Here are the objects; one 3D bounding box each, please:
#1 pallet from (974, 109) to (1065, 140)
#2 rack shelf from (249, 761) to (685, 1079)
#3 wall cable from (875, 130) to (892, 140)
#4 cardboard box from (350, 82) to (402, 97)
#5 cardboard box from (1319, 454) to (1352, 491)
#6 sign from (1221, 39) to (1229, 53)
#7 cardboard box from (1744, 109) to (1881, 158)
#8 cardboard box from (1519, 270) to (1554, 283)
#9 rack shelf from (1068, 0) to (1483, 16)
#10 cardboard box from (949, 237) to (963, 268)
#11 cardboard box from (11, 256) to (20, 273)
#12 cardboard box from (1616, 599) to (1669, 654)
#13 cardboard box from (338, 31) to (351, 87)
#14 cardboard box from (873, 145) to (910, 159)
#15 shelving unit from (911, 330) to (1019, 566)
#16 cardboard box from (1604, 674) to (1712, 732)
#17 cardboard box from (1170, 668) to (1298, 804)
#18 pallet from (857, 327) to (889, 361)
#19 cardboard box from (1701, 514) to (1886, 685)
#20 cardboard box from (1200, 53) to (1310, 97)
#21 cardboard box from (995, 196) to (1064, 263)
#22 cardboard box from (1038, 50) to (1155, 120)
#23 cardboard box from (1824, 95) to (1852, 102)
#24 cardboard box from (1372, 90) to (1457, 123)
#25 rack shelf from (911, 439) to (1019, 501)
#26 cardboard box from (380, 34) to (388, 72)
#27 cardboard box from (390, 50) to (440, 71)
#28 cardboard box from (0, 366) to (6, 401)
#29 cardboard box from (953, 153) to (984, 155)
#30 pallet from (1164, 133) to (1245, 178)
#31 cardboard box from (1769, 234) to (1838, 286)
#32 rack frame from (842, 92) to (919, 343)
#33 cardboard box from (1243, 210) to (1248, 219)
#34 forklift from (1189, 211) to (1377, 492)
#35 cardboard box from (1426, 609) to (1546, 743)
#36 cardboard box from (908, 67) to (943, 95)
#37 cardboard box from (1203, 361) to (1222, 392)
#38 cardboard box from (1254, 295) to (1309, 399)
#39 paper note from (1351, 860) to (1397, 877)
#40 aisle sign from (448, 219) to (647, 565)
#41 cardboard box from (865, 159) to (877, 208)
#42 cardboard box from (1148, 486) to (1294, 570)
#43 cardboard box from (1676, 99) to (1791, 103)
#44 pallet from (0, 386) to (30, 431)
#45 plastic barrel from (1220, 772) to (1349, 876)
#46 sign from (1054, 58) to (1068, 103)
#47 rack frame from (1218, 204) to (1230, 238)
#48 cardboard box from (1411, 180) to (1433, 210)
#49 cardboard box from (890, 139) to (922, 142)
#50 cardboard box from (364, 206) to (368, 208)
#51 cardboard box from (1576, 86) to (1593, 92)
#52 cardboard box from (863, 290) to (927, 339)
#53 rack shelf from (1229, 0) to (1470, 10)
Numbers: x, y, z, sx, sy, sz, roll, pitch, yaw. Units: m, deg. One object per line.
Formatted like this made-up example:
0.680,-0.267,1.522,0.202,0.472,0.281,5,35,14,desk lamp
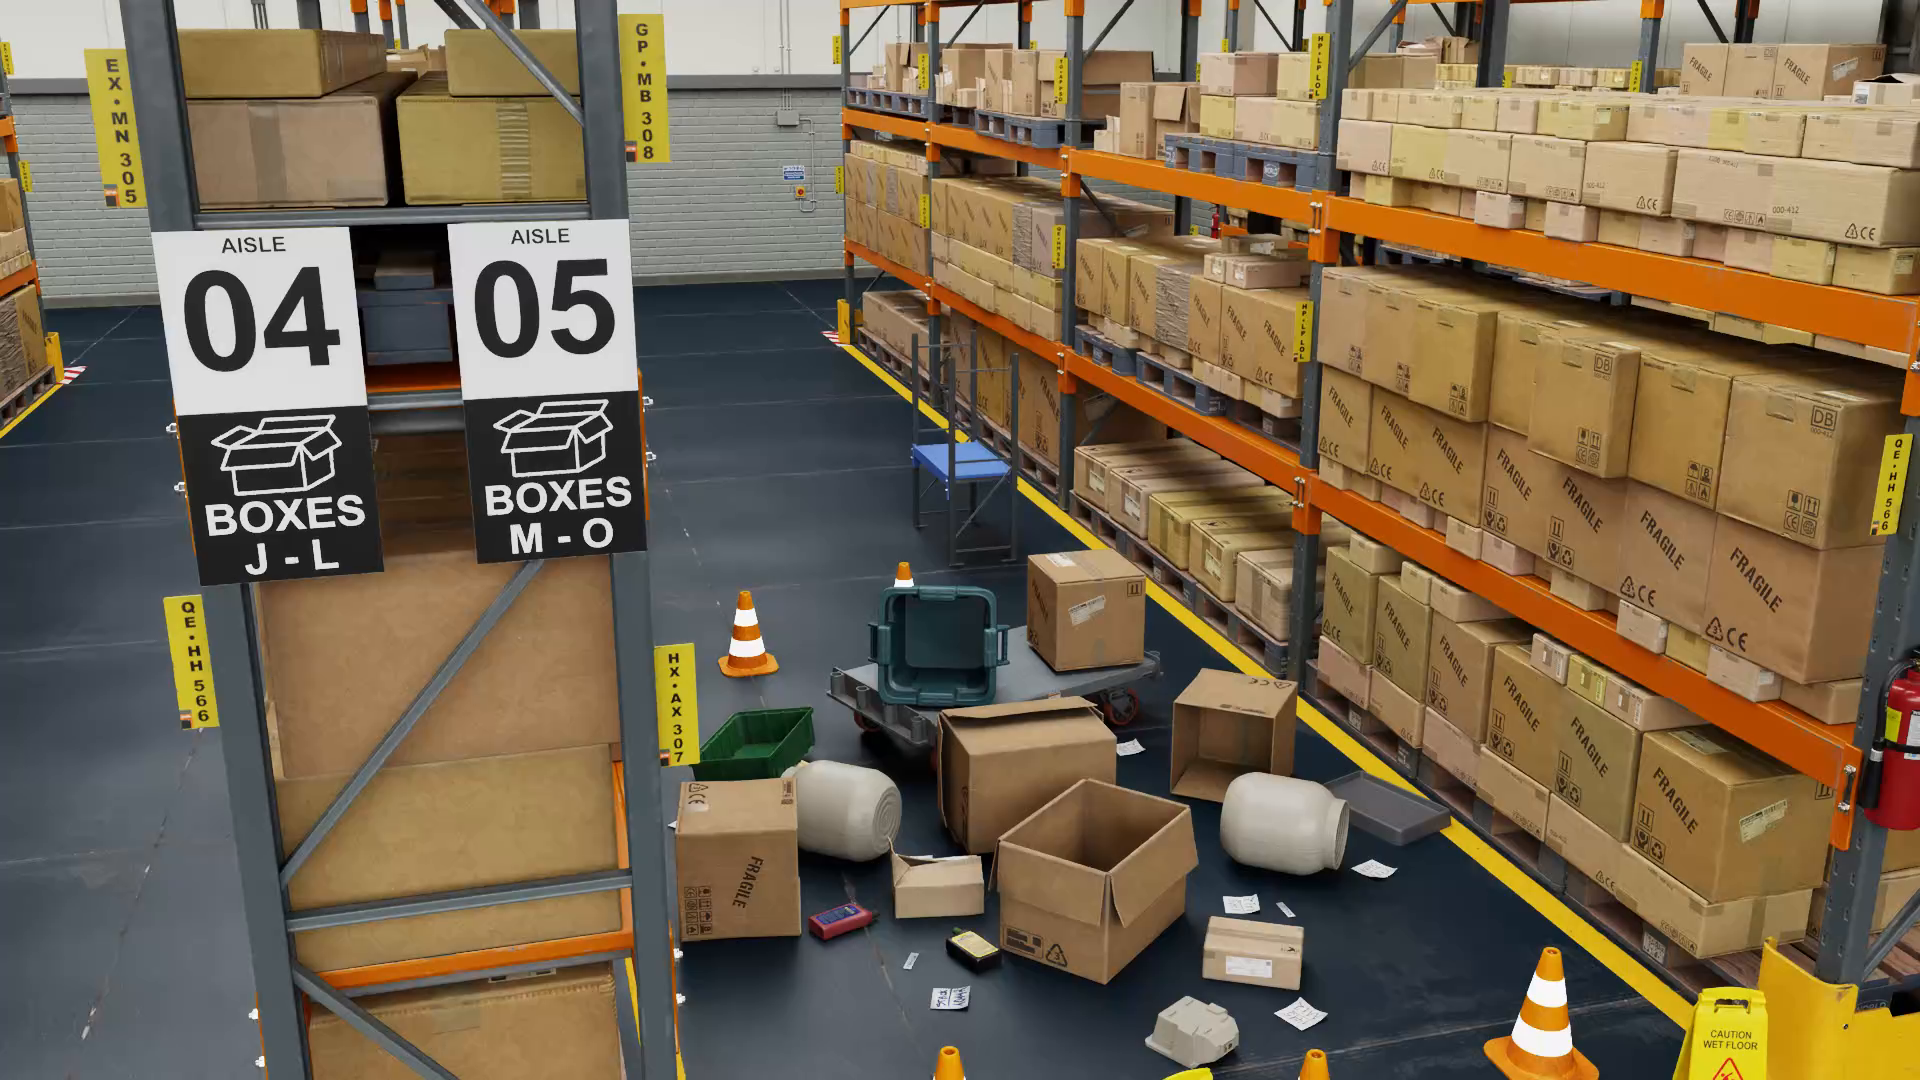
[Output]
0.745,-3.548,14.163,1.003,0.211,1.213,-4,17,-13,pallet
-1.800,0.705,6.142,1.077,0.370,4.000,-5,17,-15,rack shelf
-1.127,-6.091,25.751,0.588,1.984,0.122,-5,17,-15,wall cable
-1.927,-1.233,4.970,0.500,0.250,0.500,-5,17,-16,cardboard box
2.160,-0.379,8.938,0.380,0.149,0.250,-5,17,-16,cardboard box
3.334,-6.137,20.936,0.100,0.325,0.005,-5,17,-15,sign
2.983,-1.418,5.794,0.380,0.149,0.250,-5,17,-16,cardboard box
5.453,-2.508,15.117,0.500,0.250,0.500,-6,18,-18,cardboard box
1.832,-3.503,10.416,1.077,0.370,4.000,-5,17,-15,rack shelf
0.204,-2.707,15.641,0.500,0.250,0.500,-4,17,-14,cardboard box
-9.888,-2.814,17.042,0.380,0.149,0.250,-5,17,-15,cardboard box
2.847,0.325,6.592,0.380,0.149,0.250,-4,17,-14,cardboard box
-1.879,-1.312,4.537,0.380,0.149,0.250,-4,17,-14,cardboard box
-0.770,-4.361,18.717,0.380,0.149,0.250,-5,17,-15,cardboard box
0.023,-0.695,12.158,0.538,1.500,1.048,-5,17,-15,shelving unit
2.845,0.643,6.716,0.380,0.149,0.250,-4,17,-14,cardboard box
1.368,0.988,8.291,0.500,0.500,0.500,7,18,23,cardboard box
-0.621,-2.381,20.012,1.003,0.211,1.213,-5,17,-15,pallet
3.067,0.175,5.963,0.500,0.500,0.500,-5,17,-16,cardboard box
1.799,-2.848,10.168,0.500,0.250,0.500,-4,17,-14,cardboard box
0.610,-2.647,14.138,0.500,0.500,0.500,-5,17,-15,cardboard box
1.034,-3.498,12.760,0.797,0.503,0.637,-6,18,-19,cardboard box
6.347,-3.064,11.759,0.380,0.149,0.250,-5,17,-16,cardboard box
2.254,-2.128,8.158,0.380,0.149,0.250,-4,17,-14,cardboard box
0.023,-0.522,12.209,0.538,0.185,1.000,-5,17,-15,rack shelf
-2.576,-2.013,6.871,0.380,0.149,0.250,-5,17,-15,cardboard box
-4.250,-3.655,13.283,0.797,0.503,0.637,-5,17,-16,cardboard box
-9.697,-1.663,15.738,0.875,0.875,0.875,-5,17,-15,cardboard box
0.140,-3.981,17.452,0.380,0.149,0.250,-5,17,-16,cardboard box
2.027,-2.425,10.423,1.213,0.211,1.003,-5,17,-15,pallet
3.014,-0.965,5.673,0.380,0.149,0.250,-5,17,-15,cardboard box
-0.916,-3.932,20.326,1.000,3.000,0.127,-5,17,-15,rack frame
3.860,-4.109,20.662,0.500,0.250,0.500,-5,17,-15,cardboard box
3.043,-1.922,13.756,1.130,2.935,3.031,-5,18,-17,forklift
2.584,0.620,7.921,0.500,0.500,0.500,-4,17,-12,cardboard box
-0.300,-4.598,16.660,0.396,0.266,0.258,-4,17,-13,cardboard box
1.741,-1.027,10.362,0.380,0.149,0.250,-5,17,-15,cardboard box
2.034,-1.113,9.524,0.500,0.500,0.500,-5,17,-16,cardboard box
1.865,1.477,7.481,0.142,0.019,0.148,-12,20,-34,paper note
-0.942,-0.336,3.837,0.394,0.787,0.004,-5,17,-15,aisle sign
-0.760,-4.019,18.705,0.500,0.500,0.500,-5,17,-16,cardboard box
1.842,-0.091,11.377,0.950,0.372,0.625,-4,17,-13,cardboard box
3.192,-1.742,6.873,0.380,0.149,0.250,-4,17,-14,cardboard box
-9.818,-1.261,16.282,1.003,0.211,1.213,-5,17,-15,pallet
1.458,1.276,7.467,0.512,0.421,0.421,7,18,23,plastic barrel
0.747,-3.399,12.304,0.100,0.325,0.005,-5,17,-15,sign
3.856,-4.325,21.636,1.000,3.000,0.127,-5,17,-15,rack frame
2.424,-1.686,8.074,0.380,0.149,0.250,-5,17,-15,cardboard box
-0.625,-4.686,19.797,0.380,0.149,0.250,-4,17,-15,cardboard box
-1.947,-0.999,4.881,0.380,0.149,0.250,-5,17,-16,cardboard box
5.625,-3.895,14.558,0.380,0.149,0.250,-4,17,-14,cardboard box
-0.638,-2.731,20.053,0.875,0.438,0.875,-5,18,-17,cardboard box
4.405,-6.299,19.036,1.077,0.370,4.000,-5,17,-15,rack shelf
